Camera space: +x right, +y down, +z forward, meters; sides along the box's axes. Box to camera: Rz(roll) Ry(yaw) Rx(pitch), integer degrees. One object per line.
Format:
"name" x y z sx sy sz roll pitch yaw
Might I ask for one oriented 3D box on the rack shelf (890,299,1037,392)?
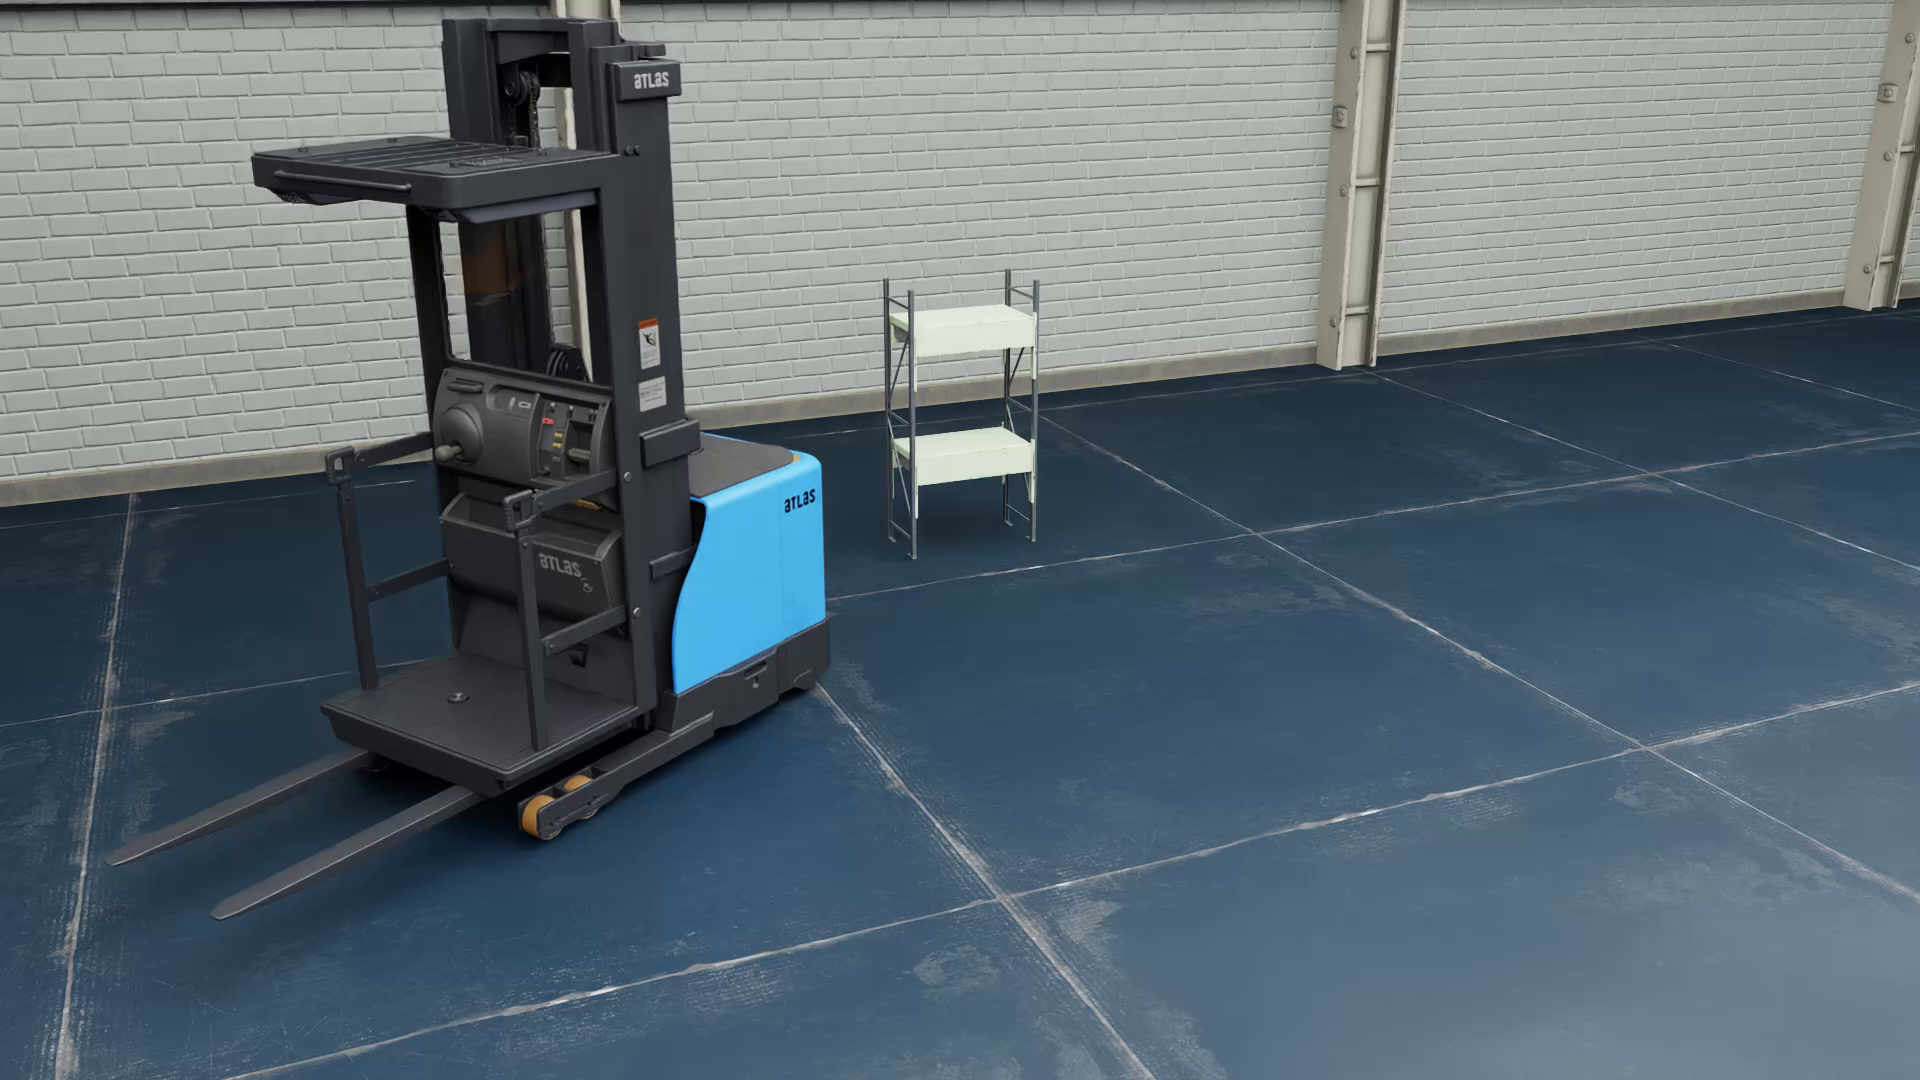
"rack shelf" 0.006 -1.076 9.146 0.720 0.370 0.431 -8 21 -22

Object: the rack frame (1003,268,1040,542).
"rack frame" 0.342 -0.756 9.412 0.023 1.500 0.400 -8 21 -22

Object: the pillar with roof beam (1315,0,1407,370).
"pillar with roof beam" 4.856 -4.372 8.390 0.400 9.000 9.100 -8 21 -22

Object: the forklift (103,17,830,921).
"forklift" -1.833 -0.426 6.319 1.130 2.935 3.031 12 23 32

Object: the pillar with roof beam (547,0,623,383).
"pillar with roof beam" -0.653 -3.583 6.149 0.400 9.000 9.100 -8 21 -22

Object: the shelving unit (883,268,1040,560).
"shelving unit" 0.006 -0.708 9.275 0.755 1.500 0.431 -8 21 -22

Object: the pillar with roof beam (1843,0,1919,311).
"pillar with roof beam" 10.365 -5.162 10.632 0.400 9.000 9.100 -8 21 -22

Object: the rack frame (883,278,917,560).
"rack frame" -0.330 -0.660 9.139 0.023 1.500 0.400 -8 21 -22

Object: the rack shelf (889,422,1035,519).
"rack shelf" 0.006 -0.401 9.384 0.720 0.370 0.431 -8 21 -22
